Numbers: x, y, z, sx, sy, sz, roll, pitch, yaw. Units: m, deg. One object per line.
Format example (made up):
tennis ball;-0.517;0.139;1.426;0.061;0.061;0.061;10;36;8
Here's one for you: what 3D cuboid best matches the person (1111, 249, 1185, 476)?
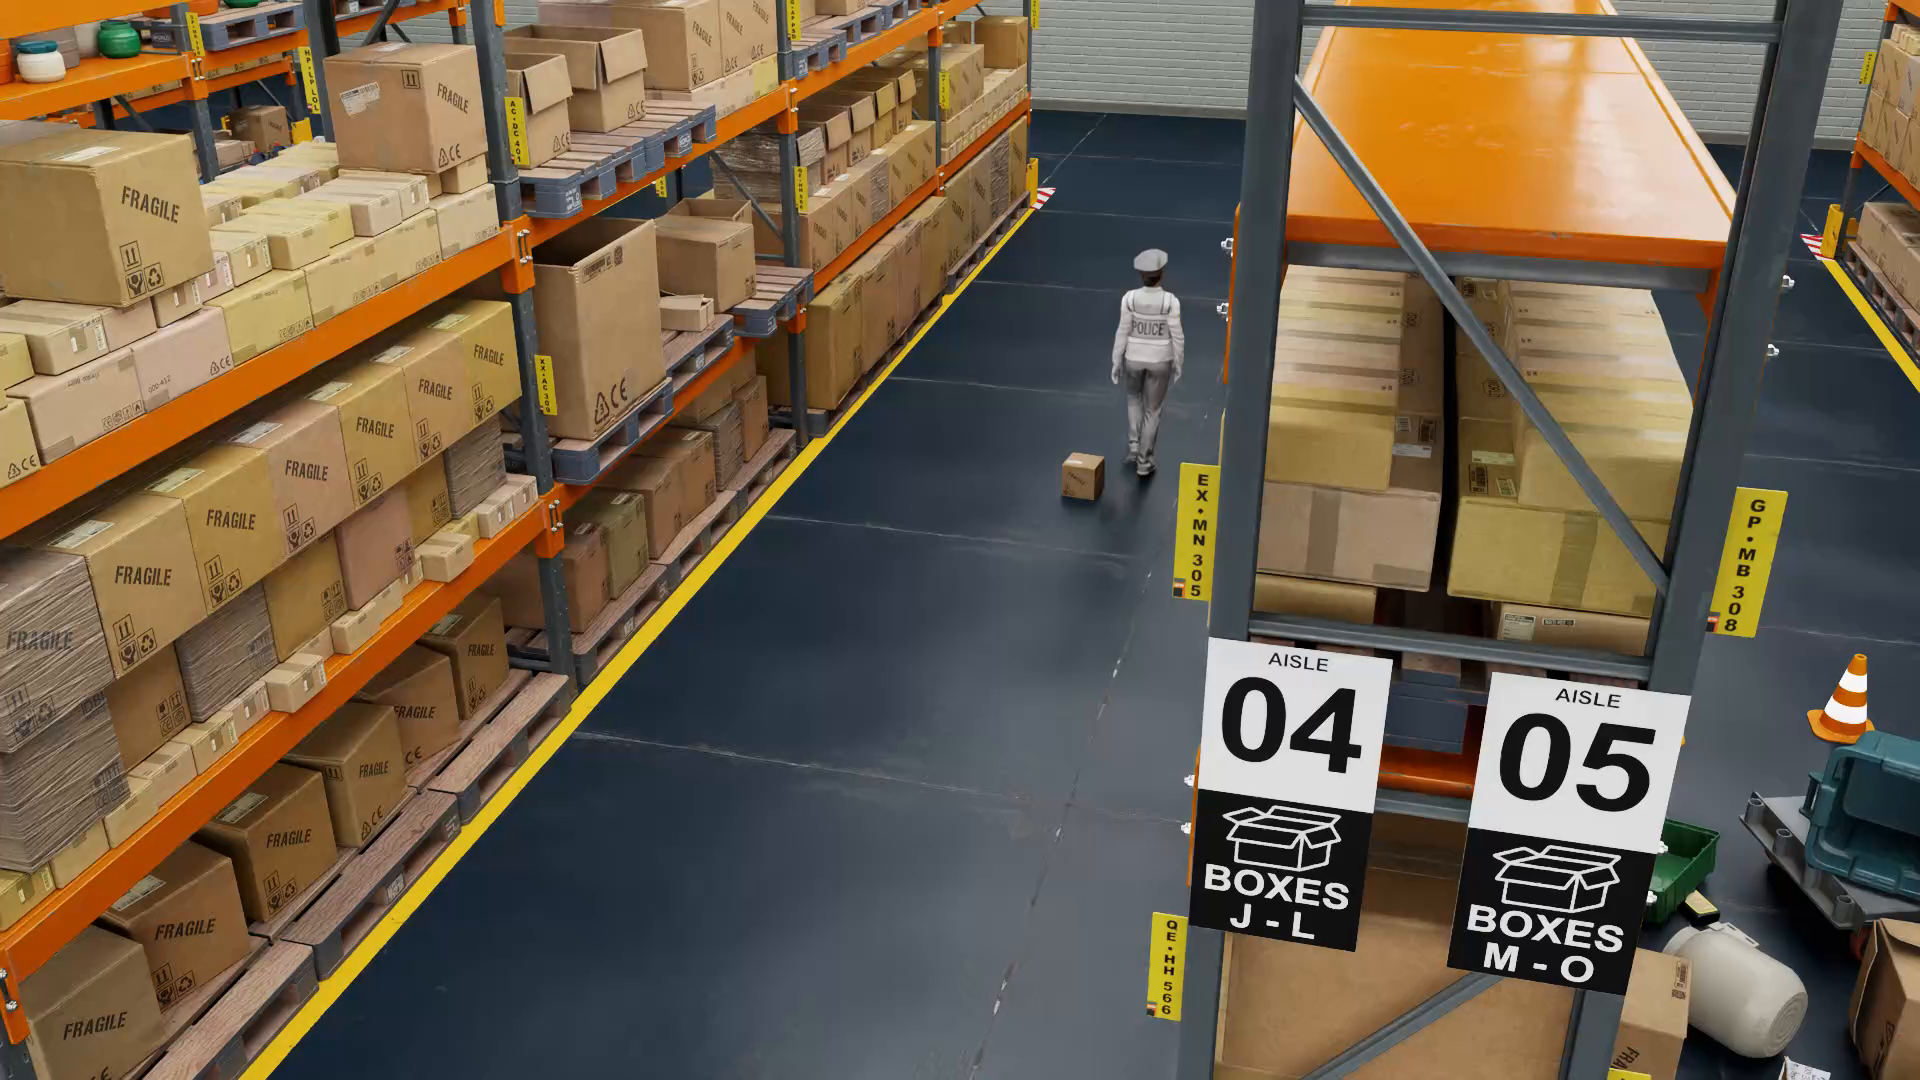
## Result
person;1.399;-1.293;12.311;0.522;1.747;0.496;9;27;18
